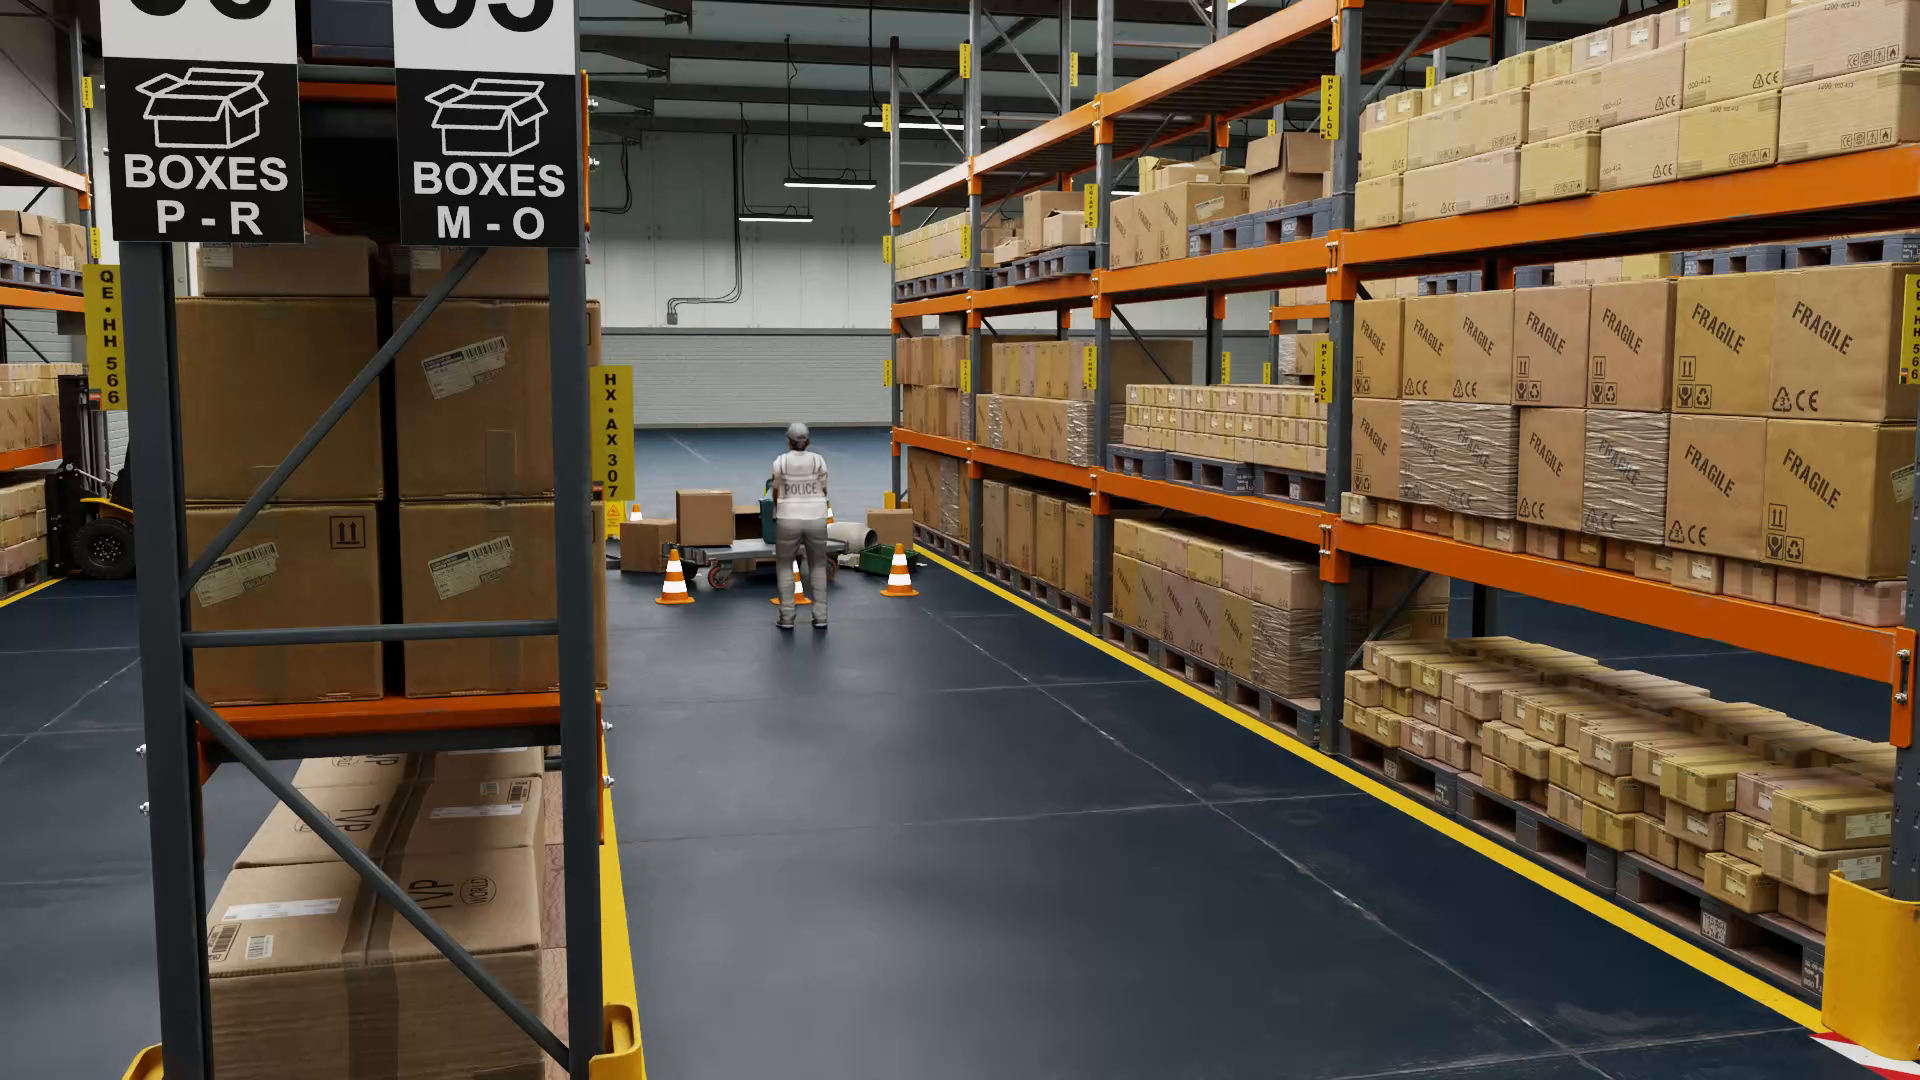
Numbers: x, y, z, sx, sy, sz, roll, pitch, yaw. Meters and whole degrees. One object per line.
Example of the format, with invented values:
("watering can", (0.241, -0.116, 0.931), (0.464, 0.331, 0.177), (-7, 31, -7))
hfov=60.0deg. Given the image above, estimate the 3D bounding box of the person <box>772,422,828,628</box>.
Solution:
("person", (-1.295, -0.126, 13.373), (0.453, 1.653, 0.535), (-1, 6, -13))
